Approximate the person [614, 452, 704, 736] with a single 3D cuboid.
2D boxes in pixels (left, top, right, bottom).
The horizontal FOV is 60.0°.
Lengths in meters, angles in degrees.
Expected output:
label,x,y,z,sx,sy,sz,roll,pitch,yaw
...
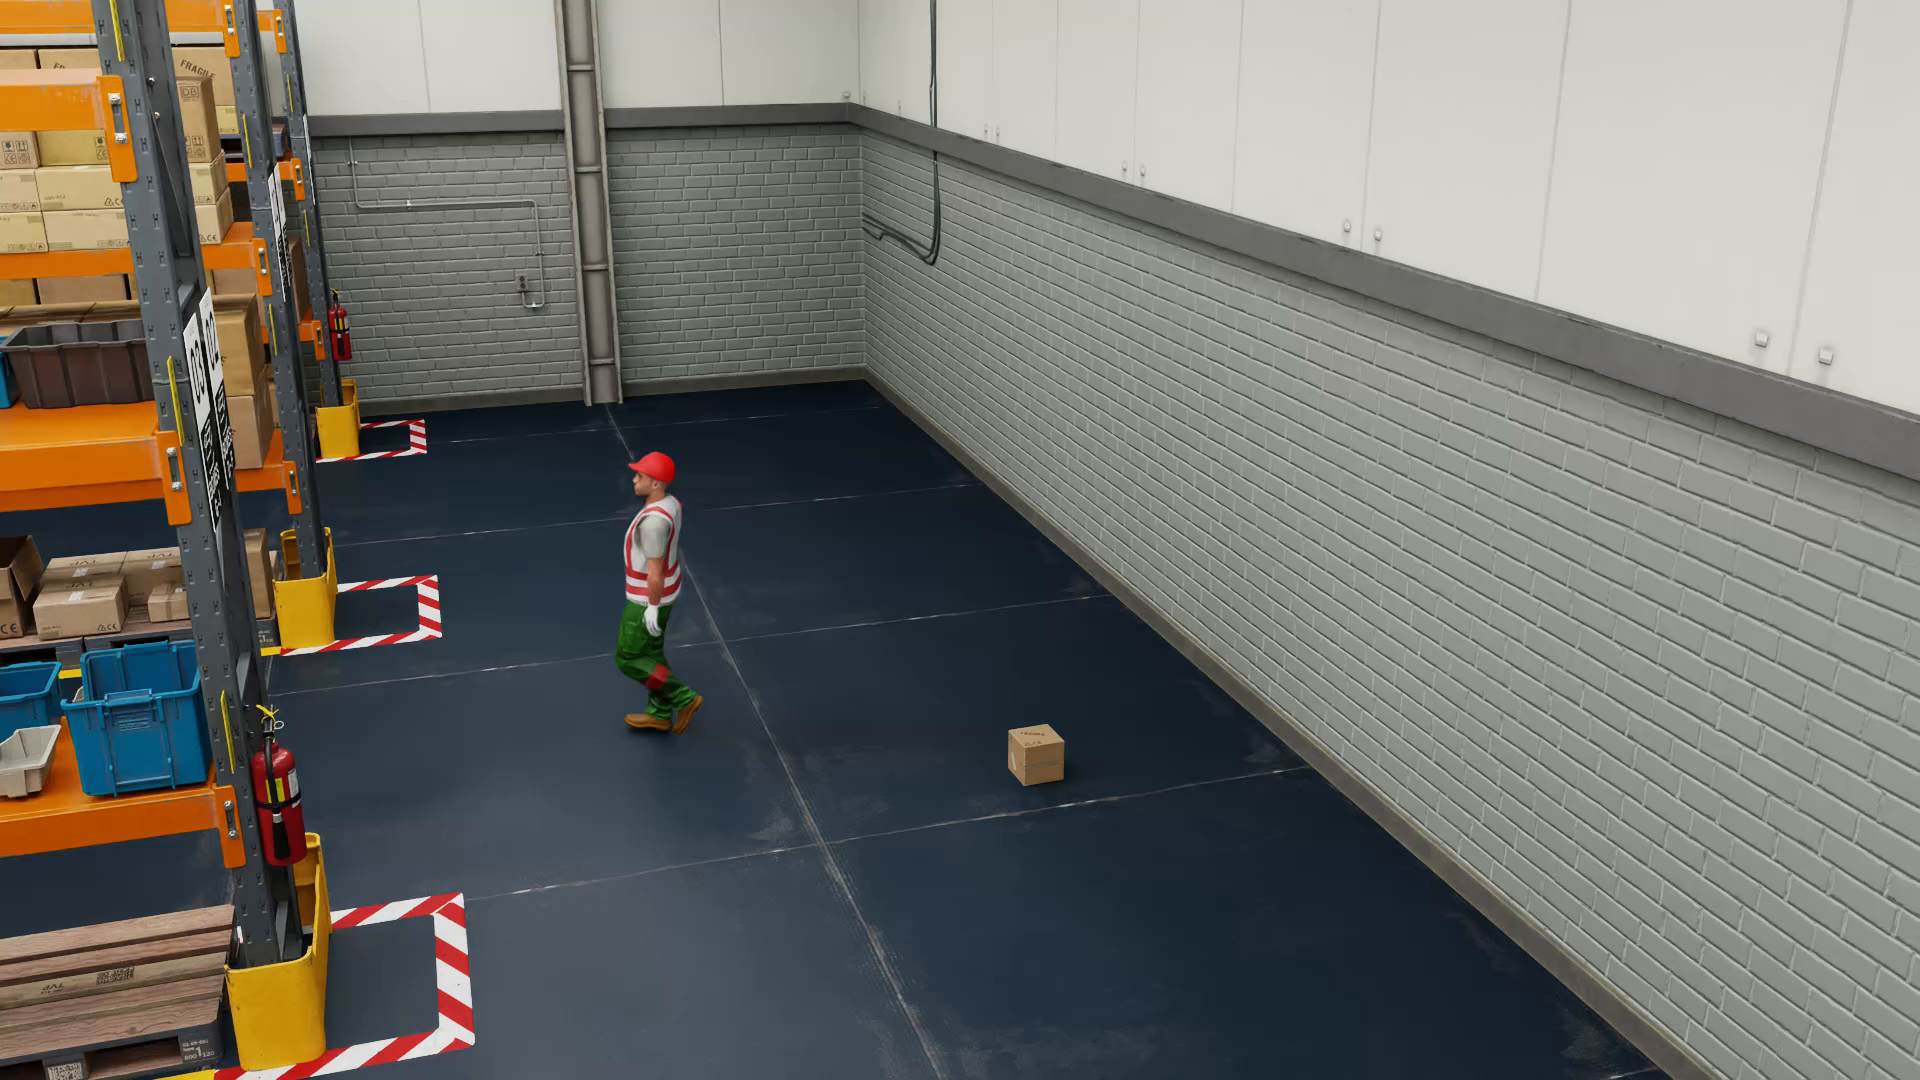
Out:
label,x,y,z,sx,sy,sz,roll,pitch,yaw
person,-1.817,0.333,9.995,0.542,1.778,0.560,1,19,3
